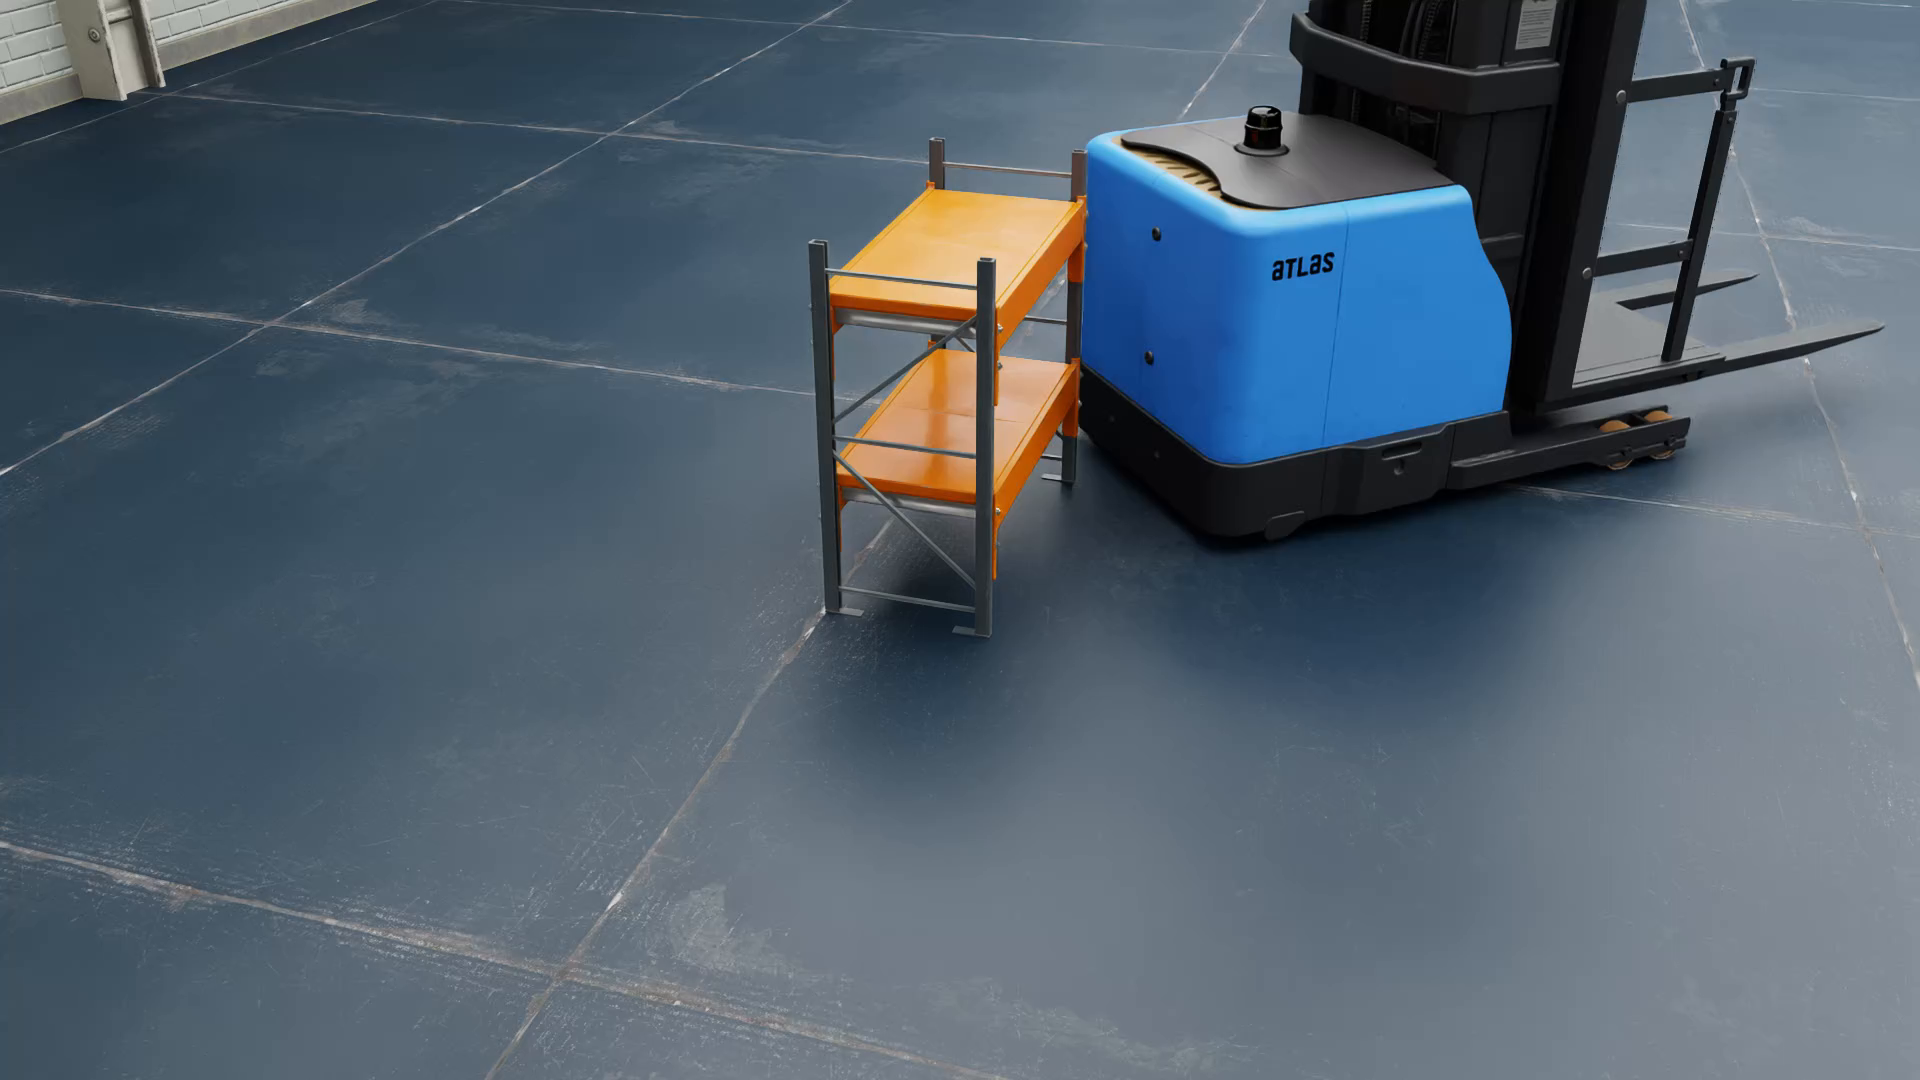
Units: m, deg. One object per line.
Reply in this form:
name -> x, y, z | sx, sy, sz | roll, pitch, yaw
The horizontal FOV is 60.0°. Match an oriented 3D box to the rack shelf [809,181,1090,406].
rack shelf -> -0.002, -0.744, 4.829 | 0.538, 0.278, 1.000 | 8, 30, 15

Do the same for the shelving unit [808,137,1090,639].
shelving unit -> -0.002, -0.488, 4.971 | 0.538, 1.125, 1.048 | 8, 30, 15

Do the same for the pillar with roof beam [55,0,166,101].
pillar with roof beam -> -1.017, -6.072, 6.909 | 9.100, 9.000, 0.400 | 8, 30, 15

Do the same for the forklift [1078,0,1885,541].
forklift -> 1.955, -1.742, 5.366 | 3.031, 2.935, 1.130 | -12, 31, -21

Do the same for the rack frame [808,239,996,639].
rack frame -> -0.151, -0.252, 4.546 | 0.500, 1.125, 0.032 | 8, 30, 15

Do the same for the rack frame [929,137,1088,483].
rack frame -> 0.147, -0.725, 5.396 | 0.500, 1.125, 0.032 | 8, 30, 15

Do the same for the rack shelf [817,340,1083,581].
rack shelf -> -0.002, -0.275, 5.090 | 0.538, 0.278, 1.000 | 8, 30, 15
